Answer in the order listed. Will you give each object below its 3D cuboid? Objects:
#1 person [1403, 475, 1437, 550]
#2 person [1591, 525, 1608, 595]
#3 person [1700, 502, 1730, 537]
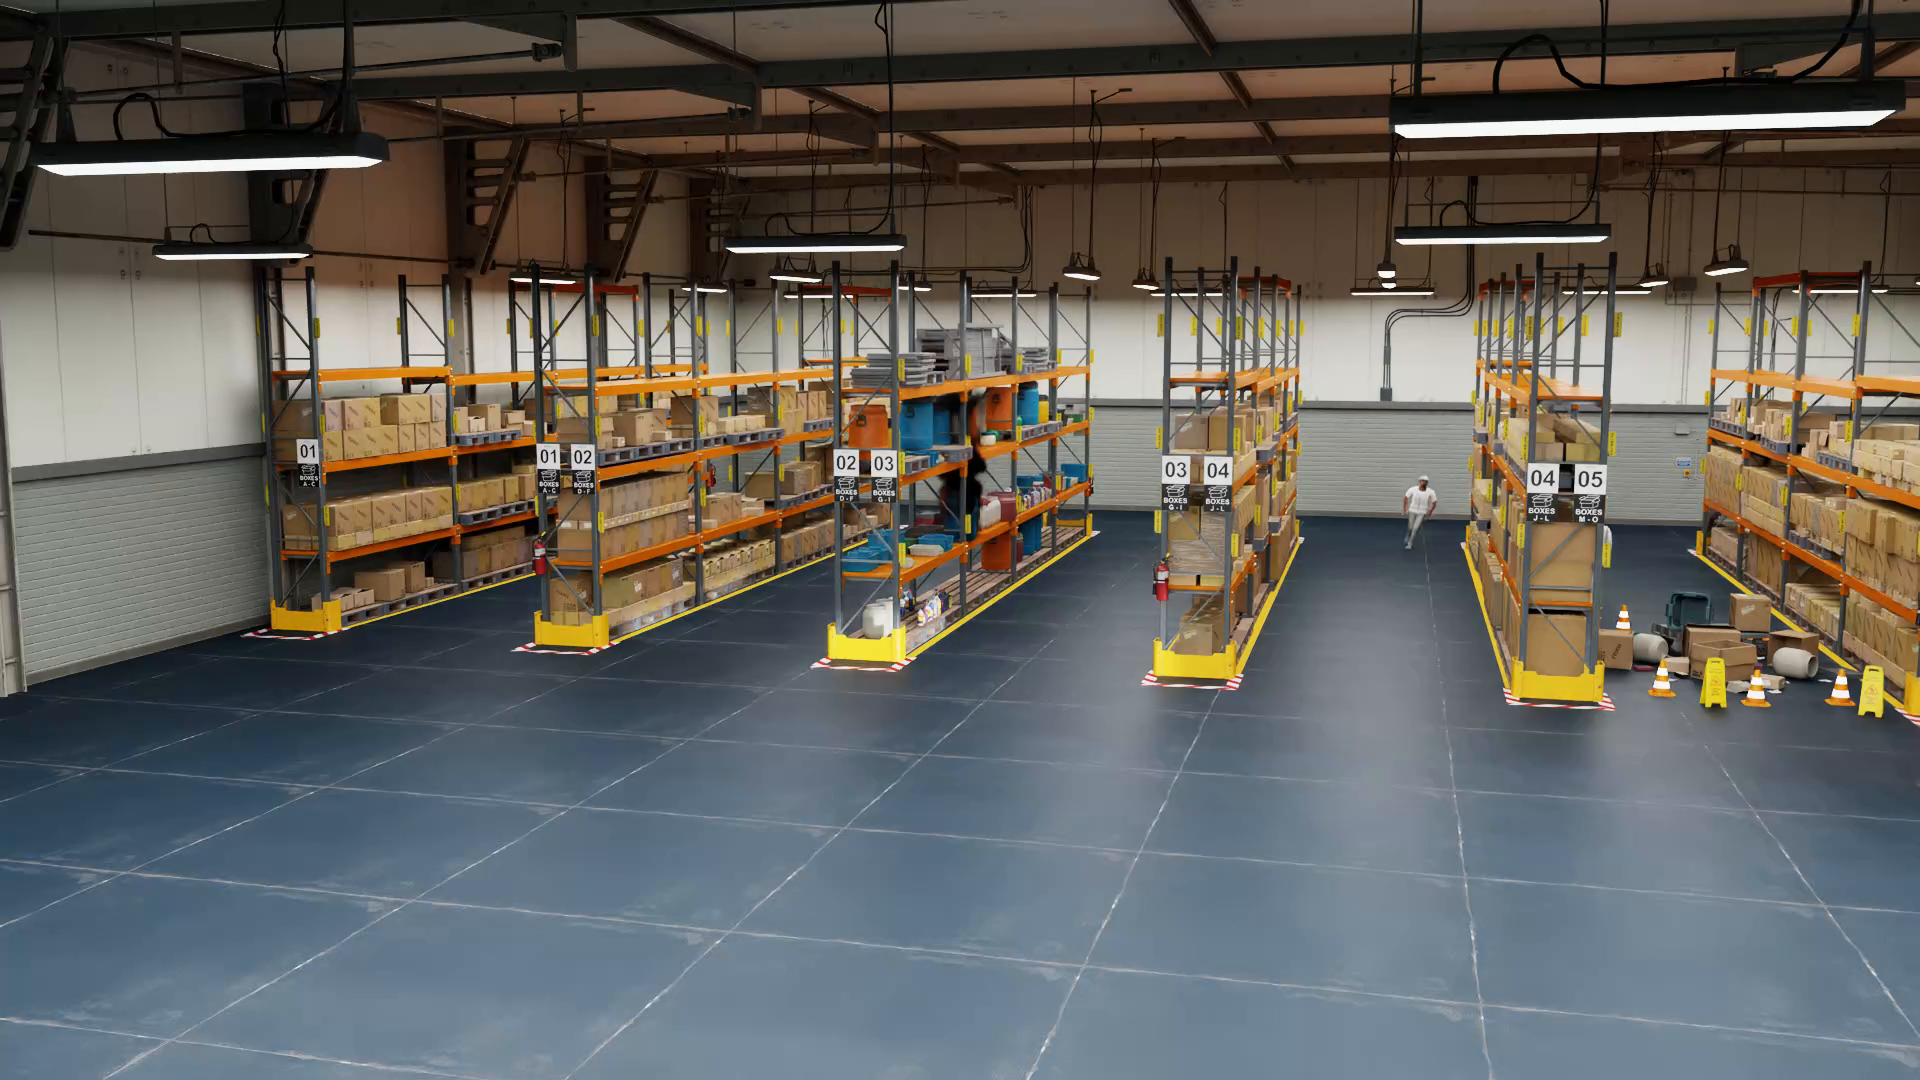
[{"bbox_3d":[10.452,-0.625,37.805,0.740,1.687,0.592,3,8,19],"label":"person"},{"bbox_3d":[11.833,0.247,31.067,0.456,1.646,0.547,2,7,12],"label":"person"},{"bbox_3d":[17.449,-0.627,38.430,0.609,1.543,0.710,1,7,4],"label":"person"}]
